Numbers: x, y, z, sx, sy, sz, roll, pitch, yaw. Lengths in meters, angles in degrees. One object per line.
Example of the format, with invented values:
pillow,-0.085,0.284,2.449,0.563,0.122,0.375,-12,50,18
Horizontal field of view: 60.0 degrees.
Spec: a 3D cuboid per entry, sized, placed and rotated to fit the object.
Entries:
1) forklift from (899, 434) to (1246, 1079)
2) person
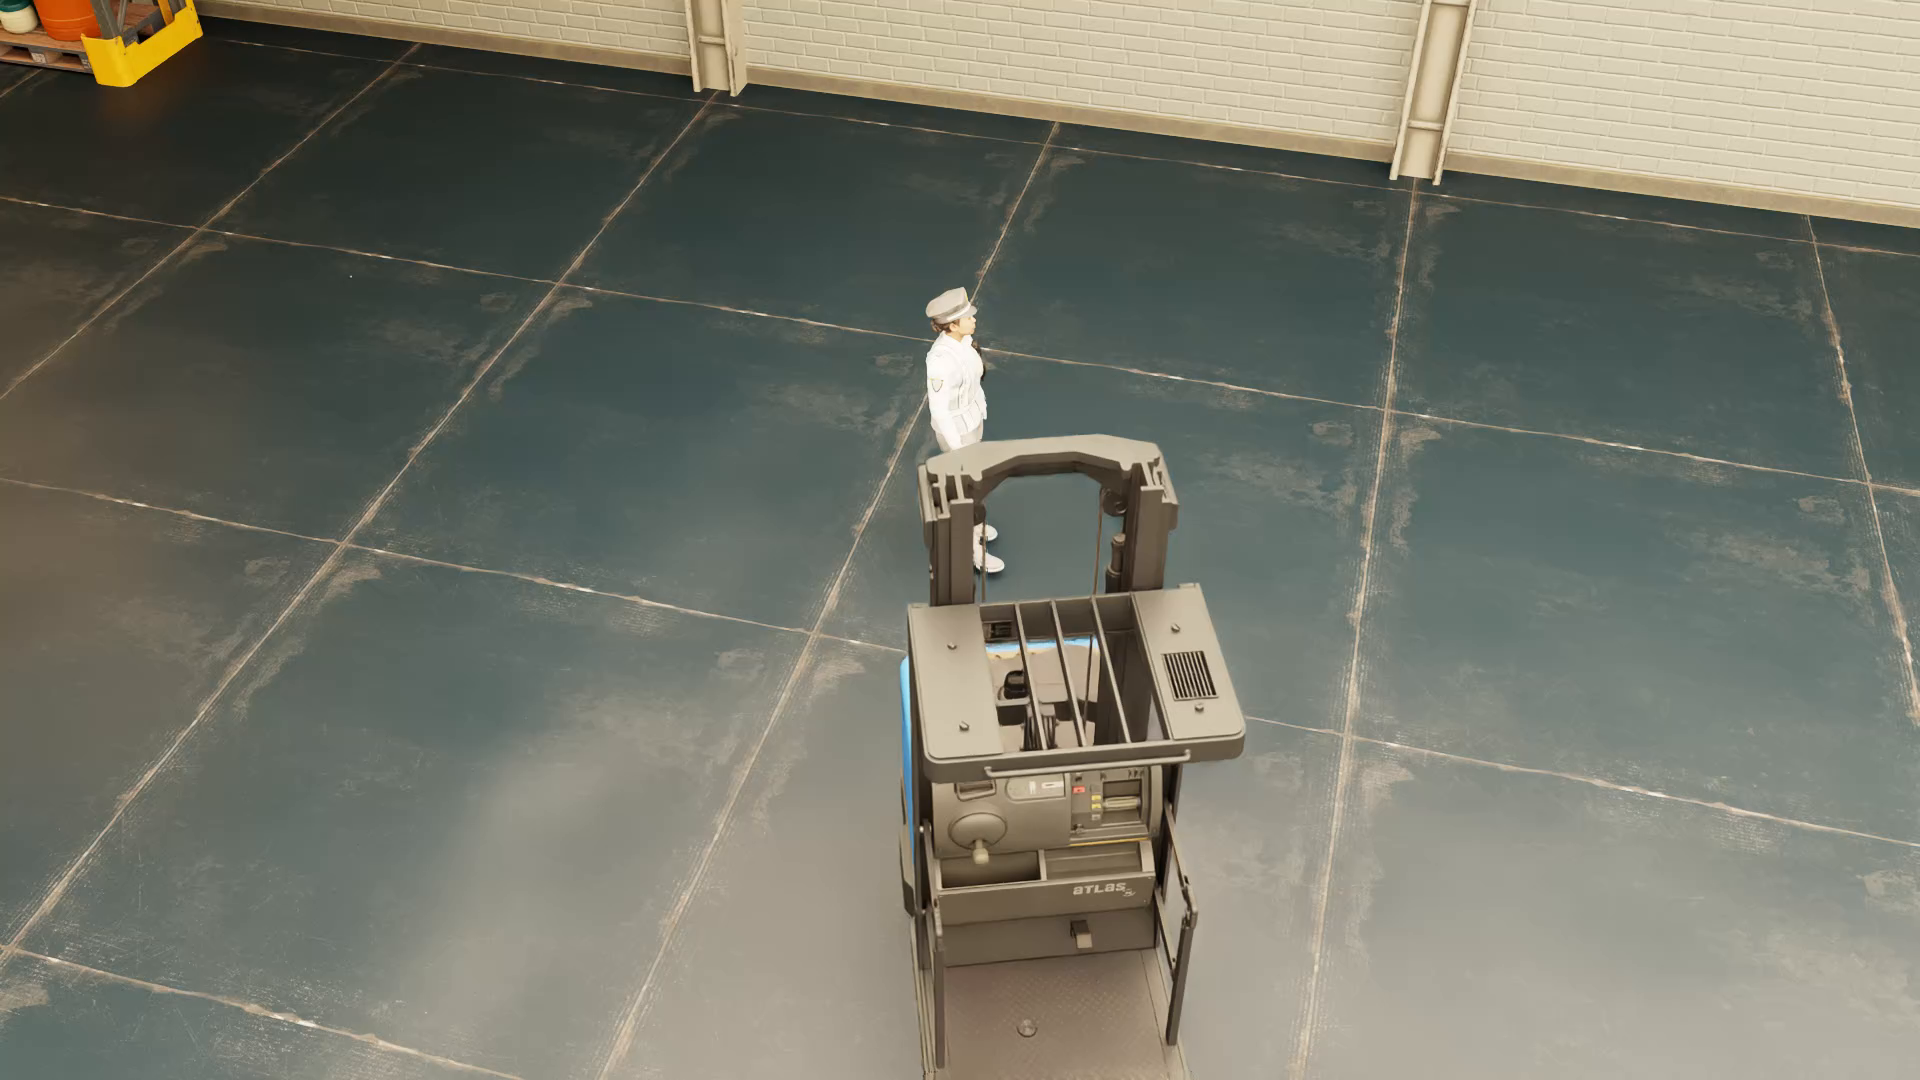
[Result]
forklift,0.378,1.167,6.531,1.130,2.935,3.031,-4,41,-5
person,0.064,-0.657,9.477,0.531,1.695,0.587,10,42,11
